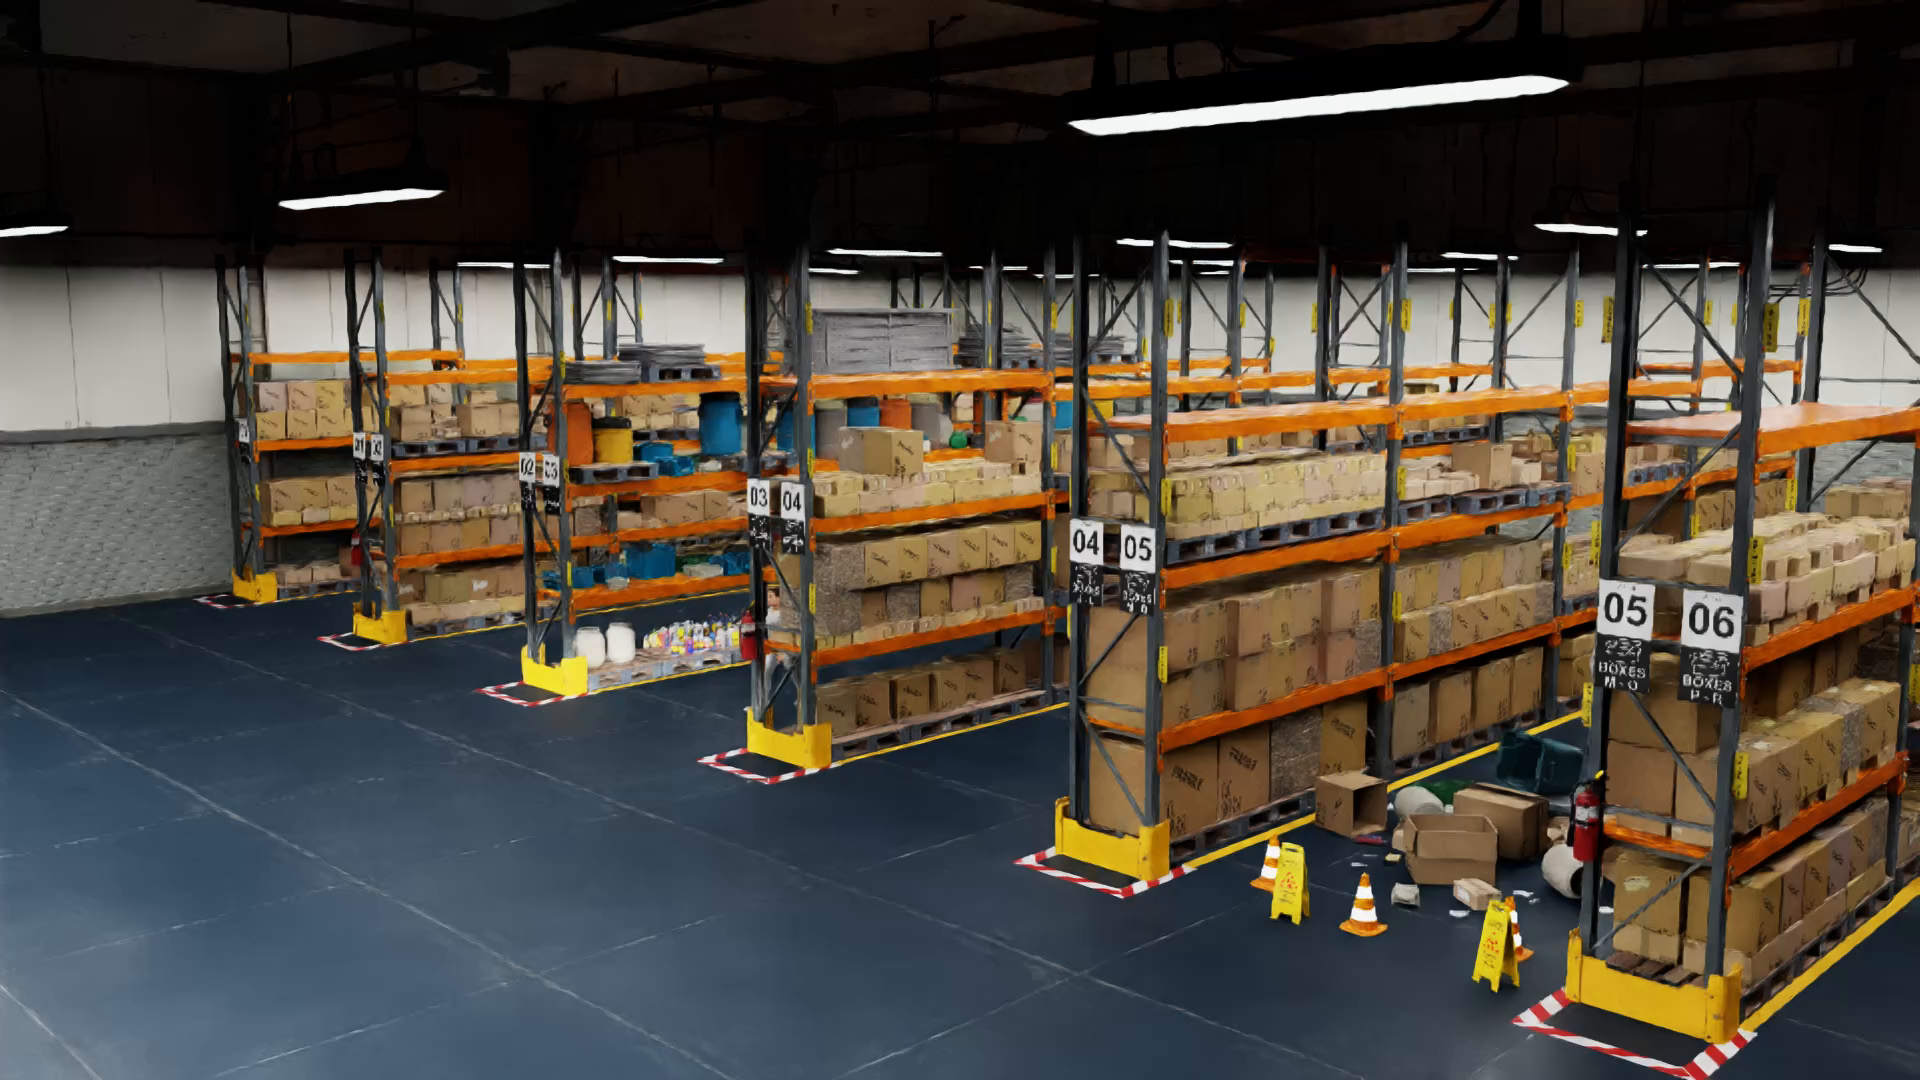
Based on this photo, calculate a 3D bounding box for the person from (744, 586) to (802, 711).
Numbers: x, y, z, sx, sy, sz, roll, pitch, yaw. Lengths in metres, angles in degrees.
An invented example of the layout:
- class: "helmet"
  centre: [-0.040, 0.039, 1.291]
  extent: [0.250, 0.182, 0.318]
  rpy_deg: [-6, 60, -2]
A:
- class: "person"
  centre: [-2.291, 1.381, 21.126]
  extent: [0.455, 1.612, 1.019]
  rpy_deg: [8, 11, 43]

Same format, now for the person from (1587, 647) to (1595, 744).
- class: "person"
  centre: [7.632, 1.531, 19.481]
  extent: [0.492, 1.767, 0.627]
  rpy_deg: [3, 8, 17]
